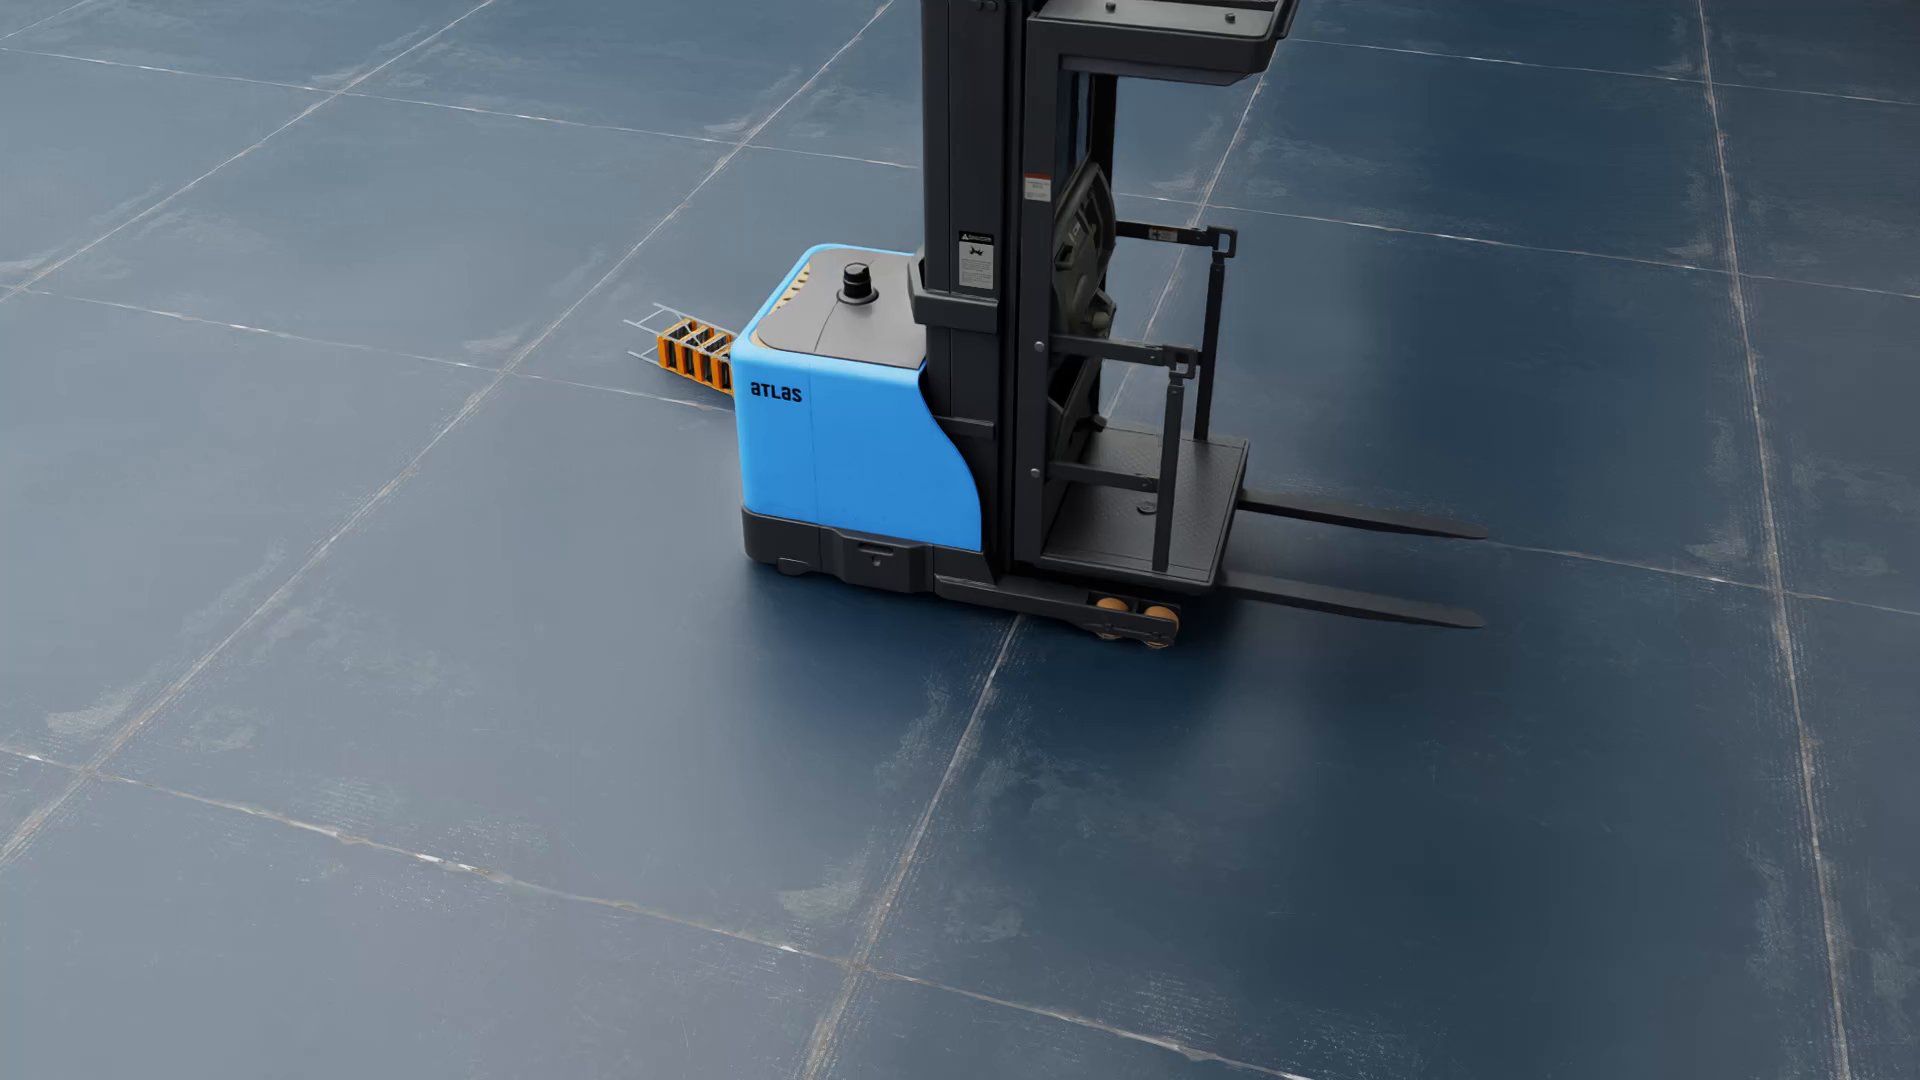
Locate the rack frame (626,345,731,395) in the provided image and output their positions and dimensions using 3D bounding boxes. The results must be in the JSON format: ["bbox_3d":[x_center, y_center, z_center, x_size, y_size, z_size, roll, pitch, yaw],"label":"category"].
[{"bbox_3d":[-1.157,-0.815,8.348,1.200,0.006,0.240,23,42,28],"label":"rack frame"}]

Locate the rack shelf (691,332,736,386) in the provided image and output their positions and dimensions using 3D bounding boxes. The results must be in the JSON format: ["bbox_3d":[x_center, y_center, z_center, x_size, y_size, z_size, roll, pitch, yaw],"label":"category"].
[{"bbox_3d":[-1.218,-0.915,8.329,0.103,0.180,0.258,23,42,28],"label":"rack shelf"}]

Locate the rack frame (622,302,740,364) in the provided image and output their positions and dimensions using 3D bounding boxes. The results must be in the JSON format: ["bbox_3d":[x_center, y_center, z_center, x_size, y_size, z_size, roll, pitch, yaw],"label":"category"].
[{"bbox_3d":[-1.157,-0.962,8.240,1.200,0.006,0.240,23,42,28],"label":"rack frame"}]

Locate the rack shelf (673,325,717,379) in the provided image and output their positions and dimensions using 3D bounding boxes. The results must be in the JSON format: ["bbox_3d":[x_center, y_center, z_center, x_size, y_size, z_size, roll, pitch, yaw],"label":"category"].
[{"bbox_3d":[-1.316,-0.956,8.385,0.103,0.180,0.258,23,42,28],"label":"rack shelf"}]

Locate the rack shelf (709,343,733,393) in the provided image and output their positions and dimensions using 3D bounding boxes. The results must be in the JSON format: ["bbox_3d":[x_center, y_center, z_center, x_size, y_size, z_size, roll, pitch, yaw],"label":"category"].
[{"bbox_3d":[-1.121,-0.873,8.273,0.103,0.180,0.258,23,42,28],"label":"rack shelf"}]

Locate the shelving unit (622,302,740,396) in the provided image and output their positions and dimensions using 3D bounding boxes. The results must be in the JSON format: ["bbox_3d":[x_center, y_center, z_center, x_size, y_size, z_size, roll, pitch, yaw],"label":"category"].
[{"bbox_3d":[-1.157,-0.889,8.294,1.200,0.189,0.258,23,42,28],"label":"shelving unit"}]

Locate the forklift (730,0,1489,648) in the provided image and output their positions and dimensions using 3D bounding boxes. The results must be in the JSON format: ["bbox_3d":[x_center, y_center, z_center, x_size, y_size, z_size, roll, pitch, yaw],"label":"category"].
[{"bbox_3d":[0.659,-1.100,6.272,3.031,2.935,1.130,10,37,13],"label":"forklift"}]

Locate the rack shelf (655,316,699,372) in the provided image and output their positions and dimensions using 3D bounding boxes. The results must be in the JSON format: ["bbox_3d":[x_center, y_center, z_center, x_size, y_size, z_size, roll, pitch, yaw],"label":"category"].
[{"bbox_3d":[-1.414,-0.997,8.442,0.103,0.180,0.258,23,42,28],"label":"rack shelf"}]

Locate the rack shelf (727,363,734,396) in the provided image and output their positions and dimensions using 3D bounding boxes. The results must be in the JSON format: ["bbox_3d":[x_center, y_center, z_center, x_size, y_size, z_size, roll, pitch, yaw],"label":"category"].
[{"bbox_3d":[-1.023,-0.832,8.217,0.103,0.180,0.258,23,42,28],"label":"rack shelf"}]
